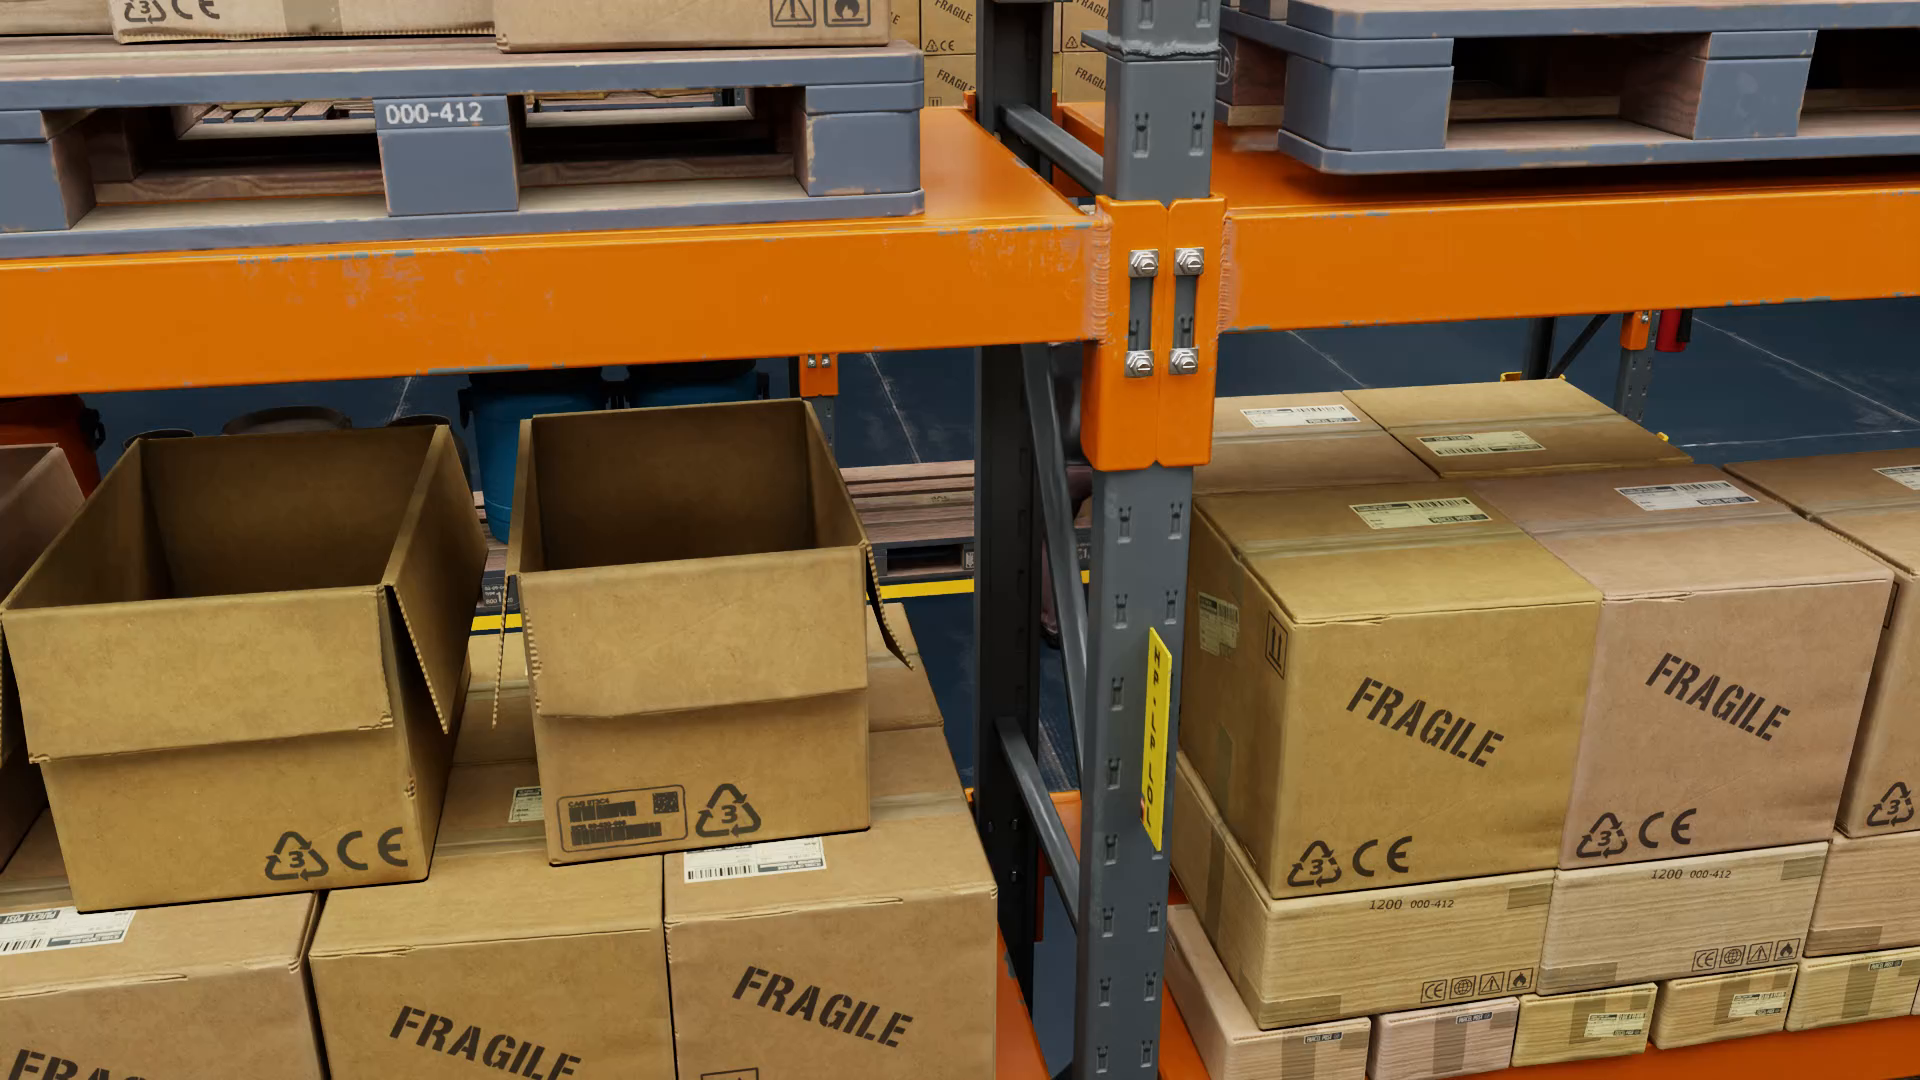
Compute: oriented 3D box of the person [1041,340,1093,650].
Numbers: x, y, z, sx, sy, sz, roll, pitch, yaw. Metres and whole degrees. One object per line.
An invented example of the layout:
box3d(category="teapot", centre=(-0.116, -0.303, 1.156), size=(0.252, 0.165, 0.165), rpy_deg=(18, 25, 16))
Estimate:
box3d(category="person", centre=(0.533, -0.354, 6.956), size=(0.579, 1.719, 0.428), rpy_deg=(-5, 24, -12))
